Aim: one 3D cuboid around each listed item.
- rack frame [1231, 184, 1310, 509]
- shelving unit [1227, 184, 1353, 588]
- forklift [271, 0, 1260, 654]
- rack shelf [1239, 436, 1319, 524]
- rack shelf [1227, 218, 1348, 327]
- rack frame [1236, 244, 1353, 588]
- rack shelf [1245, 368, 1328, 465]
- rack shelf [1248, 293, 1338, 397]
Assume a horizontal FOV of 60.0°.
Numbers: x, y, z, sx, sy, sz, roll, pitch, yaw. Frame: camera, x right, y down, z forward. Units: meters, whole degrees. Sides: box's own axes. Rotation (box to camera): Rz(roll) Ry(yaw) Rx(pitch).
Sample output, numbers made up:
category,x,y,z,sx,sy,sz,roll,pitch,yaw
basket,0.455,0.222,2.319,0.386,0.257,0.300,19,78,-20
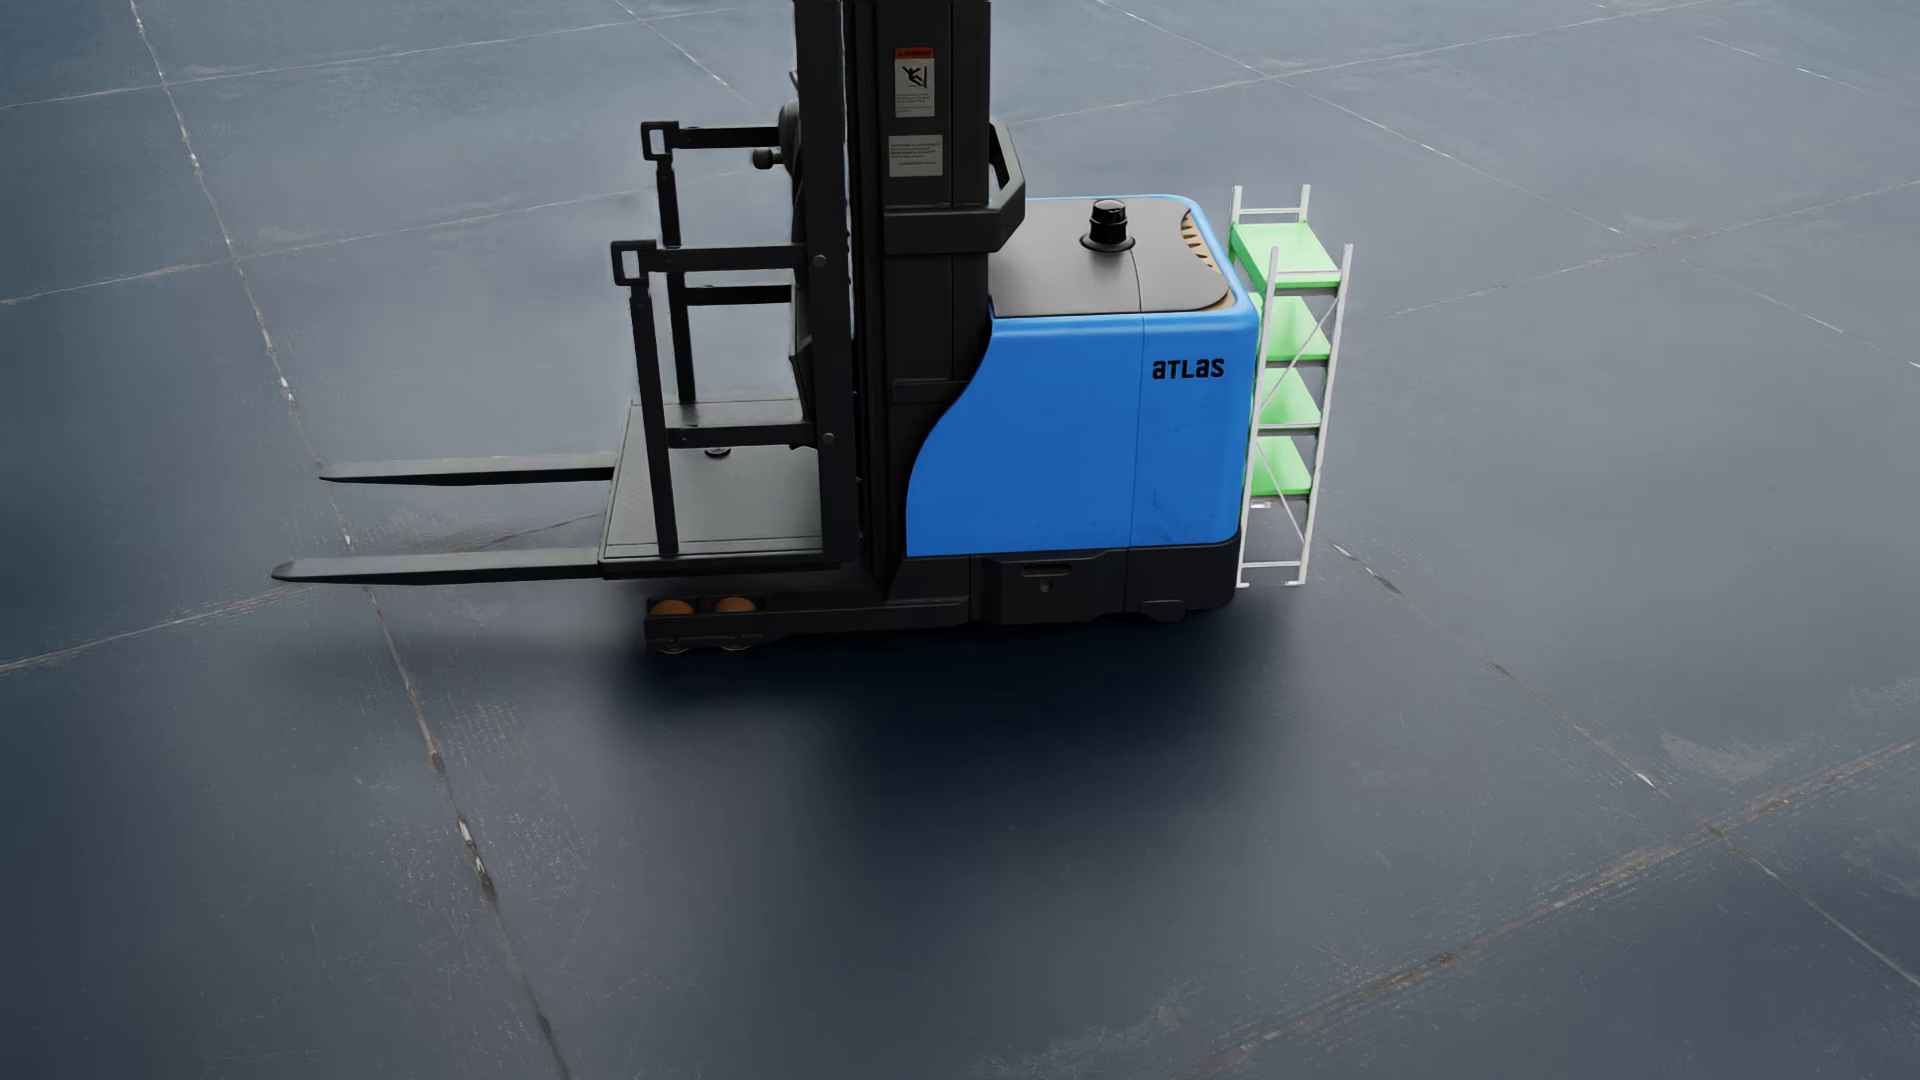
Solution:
category,x,y,z,sx,sy,sz,roll,pitch,yaw
rack frame,0.988,-0.618,5.601,0.240,1.200,0.015,-2,33,-4
shelving unit,1.007,-0.487,5.397,0.258,1.200,0.503,-2,33,-4
forklift,-0.657,-1.176,4.869,3.031,2.935,1.130,-2,33,-4
rack shelf,1.006,-0.231,5.560,0.258,0.148,0.480,-2,33,-4
rack shelf,1.010,-0.838,5.172,0.258,0.148,0.480,-2,33,-4
rack frame,1.027,-0.356,5.192,0.240,1.200,0.015,-2,33,-4
rack shelf,1.007,-0.433,5.431,0.258,0.148,0.480,-2,33,-4
rack shelf,1.009,-0.636,5.302,0.258,0.148,0.480,-2,33,-4
